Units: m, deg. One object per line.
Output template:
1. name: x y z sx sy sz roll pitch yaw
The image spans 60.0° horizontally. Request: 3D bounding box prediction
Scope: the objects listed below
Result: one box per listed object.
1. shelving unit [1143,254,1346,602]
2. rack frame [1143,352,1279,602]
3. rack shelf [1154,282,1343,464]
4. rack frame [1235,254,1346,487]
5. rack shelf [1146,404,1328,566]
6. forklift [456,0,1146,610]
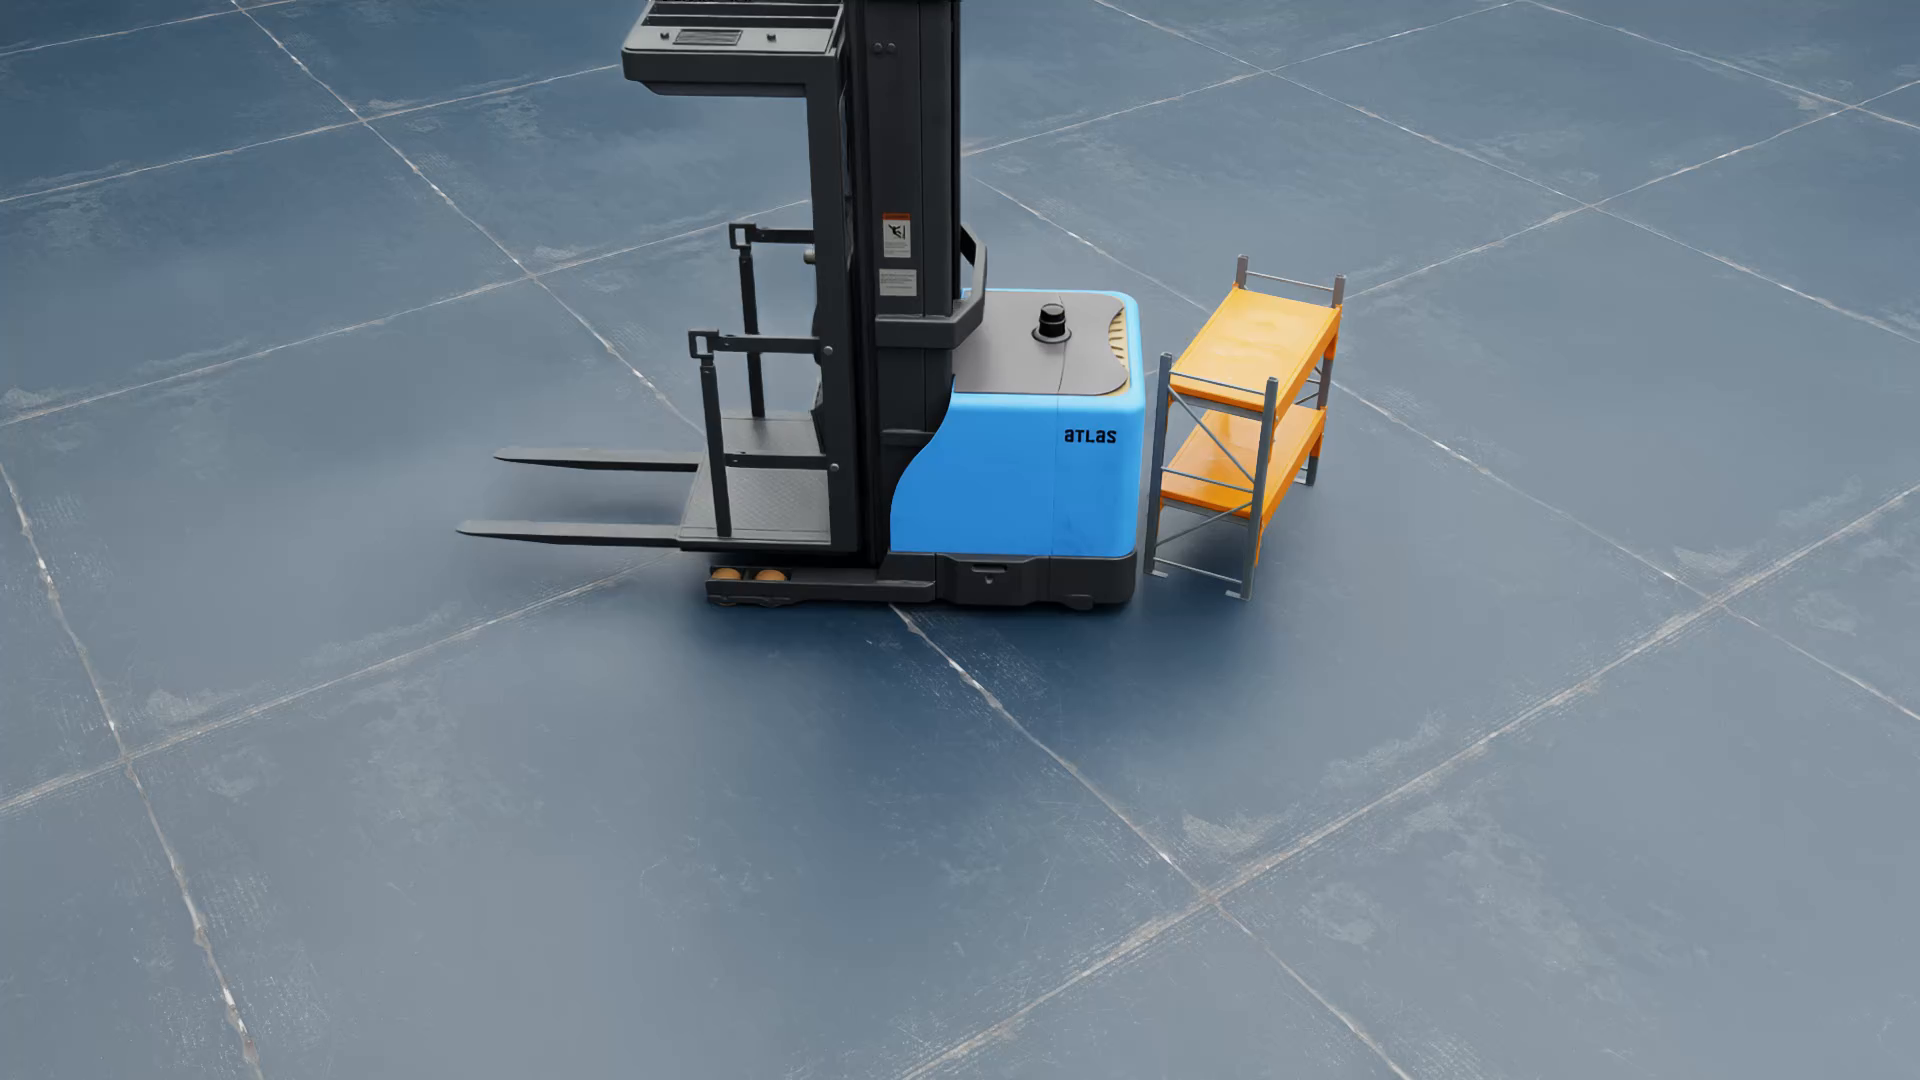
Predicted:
1. shelving unit: 1.284 -0.521 7.511 0.538 1.125 1.048 16 39 21
2. rack frame: 1.062 -0.254 7.140 0.500 1.125 0.032 16 39 21
3. rack shelf: 1.284 -0.759 7.340 0.538 0.278 1.000 16 39 21
4. rack frame: 1.507 -0.788 7.882 0.500 1.125 0.032 16 39 21
5. rack shelf: 1.284 -0.323 7.654 0.538 0.278 1.000 16 39 21
6. forklift: -0.725 -1.200 6.909 3.031 2.935 1.130 2 36 2
